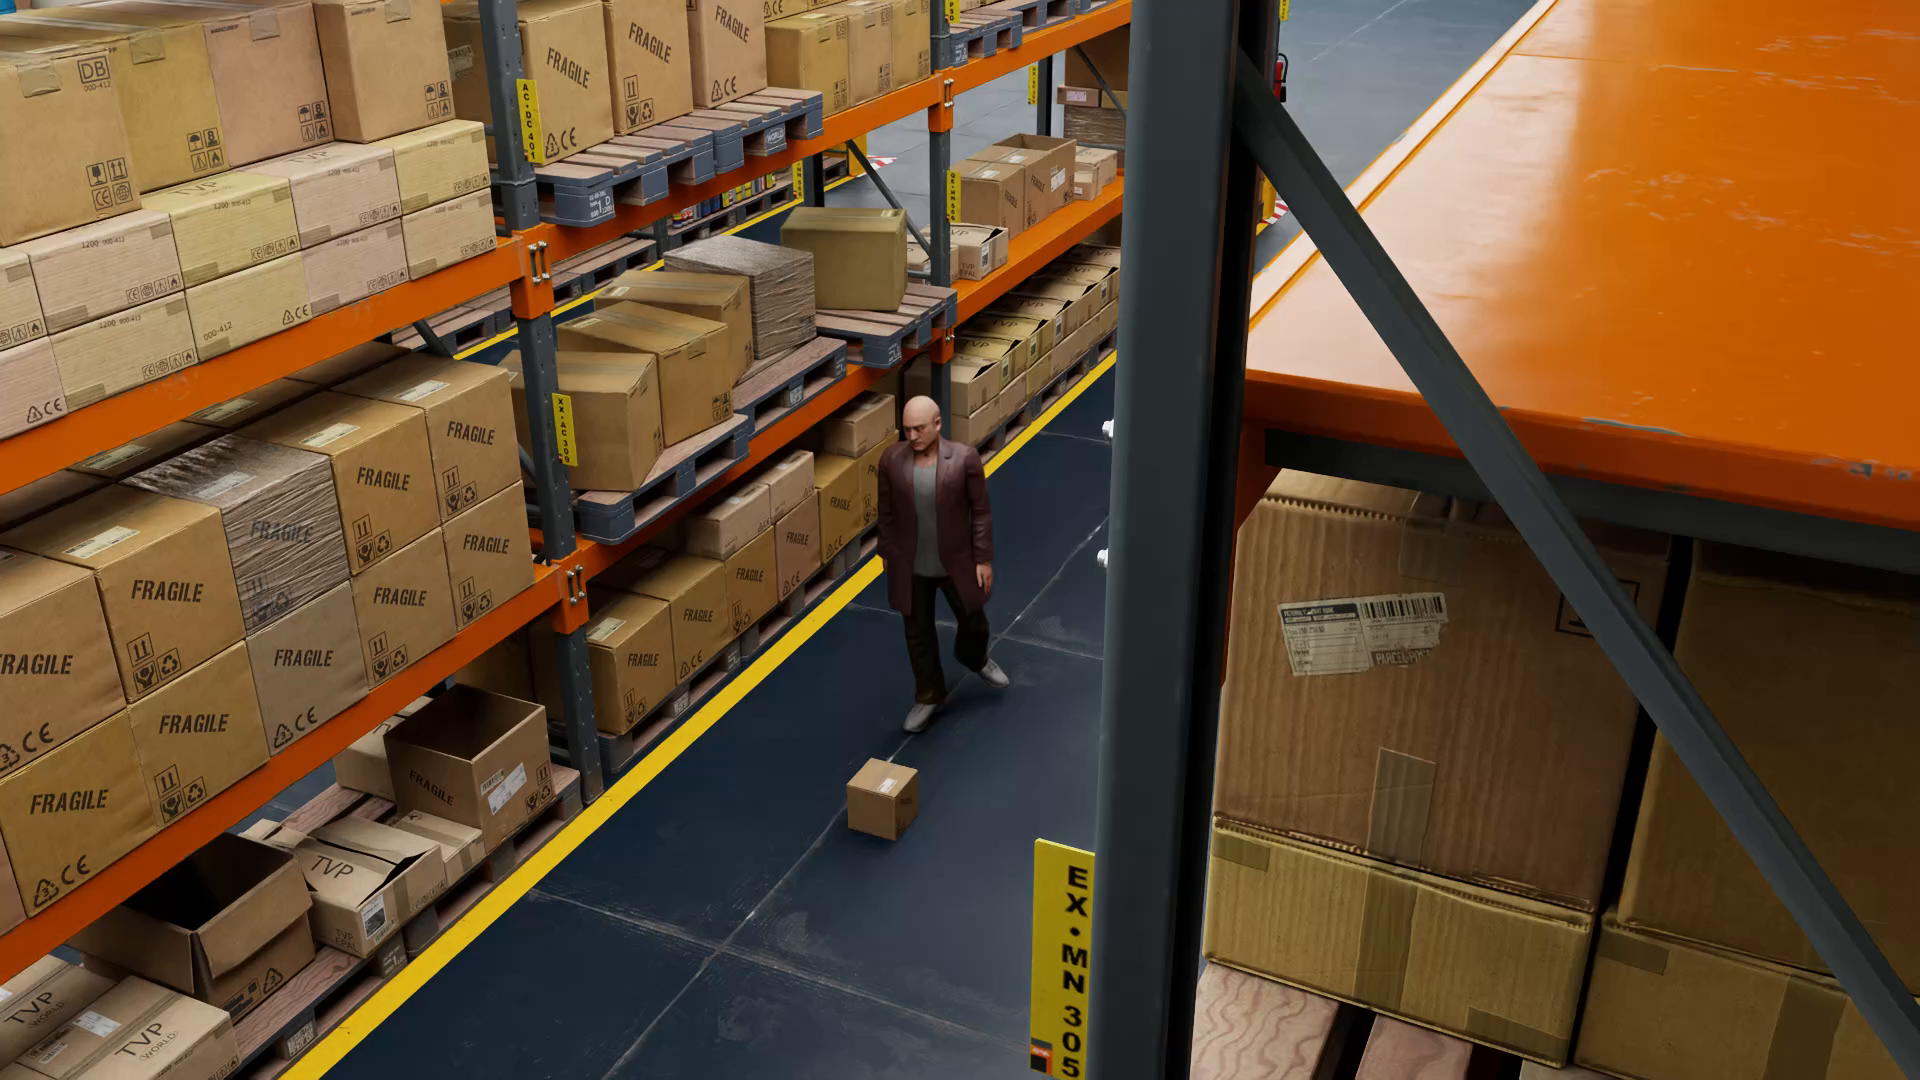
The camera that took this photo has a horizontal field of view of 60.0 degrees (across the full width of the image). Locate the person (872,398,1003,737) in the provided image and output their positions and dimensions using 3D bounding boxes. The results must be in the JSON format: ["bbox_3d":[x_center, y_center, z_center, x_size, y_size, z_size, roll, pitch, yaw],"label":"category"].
[{"bbox_3d":[-0.115,0.097,8.389,0.655,1.774,0.647,4,26,8],"label":"person"}]
